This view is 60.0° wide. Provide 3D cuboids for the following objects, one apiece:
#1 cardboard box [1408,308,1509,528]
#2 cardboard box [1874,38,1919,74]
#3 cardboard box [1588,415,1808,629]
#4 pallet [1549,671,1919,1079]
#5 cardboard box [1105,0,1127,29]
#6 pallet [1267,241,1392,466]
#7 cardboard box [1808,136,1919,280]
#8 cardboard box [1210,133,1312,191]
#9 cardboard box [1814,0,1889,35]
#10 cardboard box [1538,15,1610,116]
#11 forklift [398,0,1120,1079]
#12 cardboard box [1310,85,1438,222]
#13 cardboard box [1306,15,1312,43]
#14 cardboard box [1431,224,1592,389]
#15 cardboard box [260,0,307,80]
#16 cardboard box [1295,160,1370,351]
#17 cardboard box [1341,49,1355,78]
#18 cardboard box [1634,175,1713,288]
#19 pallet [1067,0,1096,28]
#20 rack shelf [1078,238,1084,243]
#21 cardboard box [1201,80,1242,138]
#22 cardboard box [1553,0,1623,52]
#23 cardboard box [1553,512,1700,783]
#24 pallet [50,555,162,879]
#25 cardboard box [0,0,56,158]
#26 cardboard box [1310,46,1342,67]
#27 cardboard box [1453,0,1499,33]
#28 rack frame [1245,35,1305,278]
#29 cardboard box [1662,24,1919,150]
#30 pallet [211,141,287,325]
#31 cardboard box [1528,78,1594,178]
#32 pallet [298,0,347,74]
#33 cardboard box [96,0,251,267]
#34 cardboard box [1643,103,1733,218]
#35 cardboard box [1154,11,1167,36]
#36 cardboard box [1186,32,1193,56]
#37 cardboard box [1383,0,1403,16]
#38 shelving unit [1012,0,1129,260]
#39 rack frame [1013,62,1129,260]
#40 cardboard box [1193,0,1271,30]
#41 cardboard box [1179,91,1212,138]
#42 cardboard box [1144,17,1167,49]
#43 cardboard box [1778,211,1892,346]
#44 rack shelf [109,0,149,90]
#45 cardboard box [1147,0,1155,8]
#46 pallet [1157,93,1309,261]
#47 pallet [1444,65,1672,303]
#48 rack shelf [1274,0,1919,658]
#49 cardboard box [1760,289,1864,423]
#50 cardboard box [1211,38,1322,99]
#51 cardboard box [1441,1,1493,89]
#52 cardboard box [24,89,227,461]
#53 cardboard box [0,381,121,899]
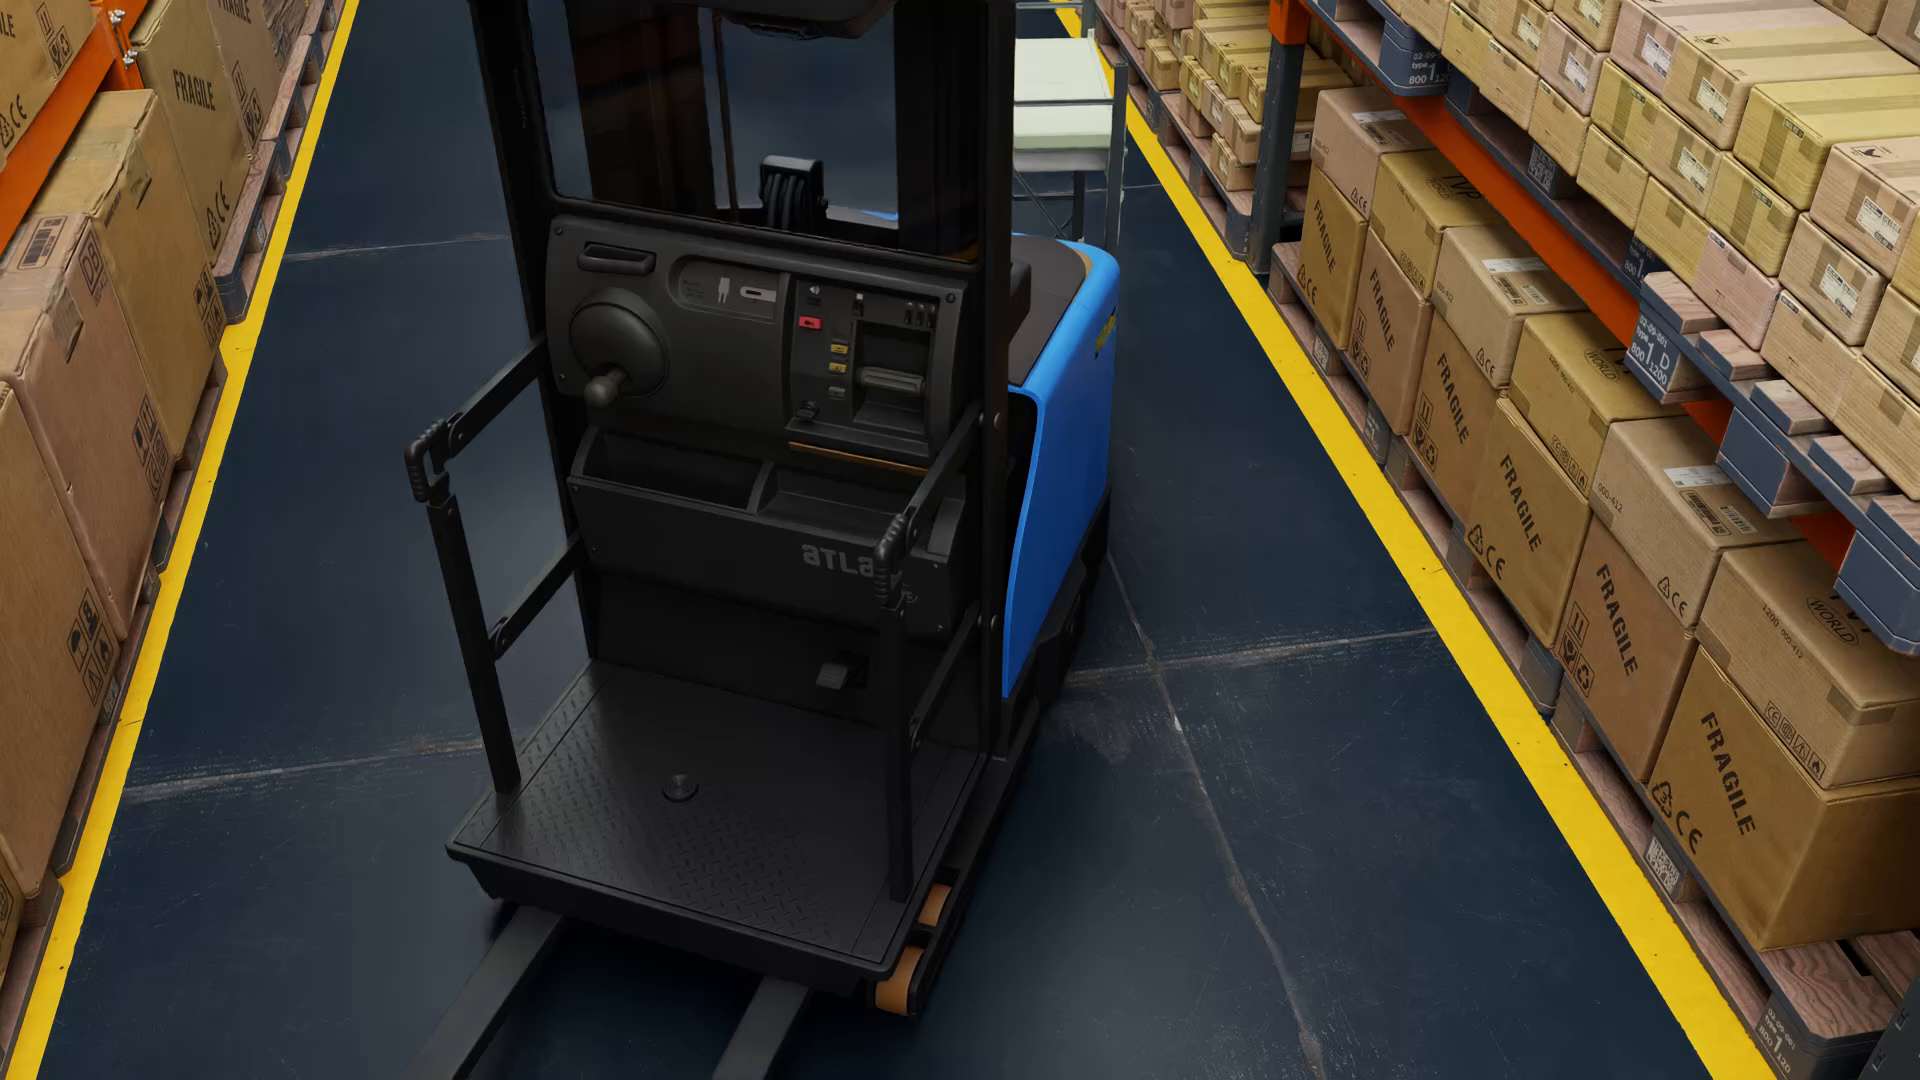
[{"bbox_3d":[1.716,-0.386,4.997,0.500,0.500,0.500,-6,38,-7],"label":"cardboard box"},{"bbox_3d":[2.275,-1.026,3.745,0.380,0.149,0.250,-6,38,-8],"label":"cardboard box"},{"bbox_3d":[1.872,-0.064,3.972,0.500,0.250,0.500,-6,38,-7],"label":"cardboard box"},{"bbox_3d":[2.213,0.728,4.140,1.003,0.211,1.213,-6,38,-8],"label":"pallet"},{"bbox_3d":[0.933,-2.653,8.202,0.380,0.149,0.250,-8,39,-10],"label":"cardboard box"},{"bbox_3d":[1.786,-0.745,6.037,1.003,0.211,1.213,-6,38,-8],"label":"pallet"},{"bbox_3d":[1.770,-0.601,2.956,0.380,0.149,0.250,-7,38,-9],"label":"cardboard box"},{"bbox_3d":[1.244,-1.557,6.790,0.380,0.149,0.250,-6,38,-7],"label":"cardboard box"},{"bbox_3d":[2.227,-1.296,3.851,0.380,0.149,0.250,-5,38,-7],"label":"cardboard box"},{"bbox_3d":[1.586,-1.113,3.858,0.380,0.149,0.250,-5,38,-7],"label":"cardboard box"},{"bbox_3d":[-0.510,-0.348,3.309,1.130,2.935,3.031,12,39,15],"label":"forklift"},{"bbox_3d":[1.517,-1.317,5.584,0.500,0.250,0.500,-8,39,-10],"label":"cardboard box"},{"bbox_3d":[1.640,-2.297,7.258,0.380,0.149,0.250,-7,38,-9],"label":"cardboard box"},{"bbox_3d":[1.698,-0.687,4.773,0.500,0.250,0.500,-5,38,-6],"label":"cardboard box"},{"bbox_3d":[-3.604,-2.659,7.618,0.875,0.875,0.875,-6,38,-8],"label":"cardboard box"},{"bbox_3d":[1.516,-1.020,5.814,0.500,0.500,0.500,-5,38,-6],"label":"cardboard box"},{"bbox_3d":[1.801,-1.995,6.869,0.380,0.149,0.250,-4,38,-6],"label":"cardboard box"},{"bbox_3d":[1.683,-0.672,3.533,0.380,0.149,0.250,-7,38,-9],"label":"cardboard box"},{"bbox_3d":[1.067,-3.091,9.057,1.003,0.211,1.213,-6,38,-8],"label":"pallet"},{"bbox_3d":[0.230,-0.639,5.381,0.431,0.370,0.720,-2,38,-3],"label":"rack shelf"},{"bbox_3d":[1.220,-1.792,6.851,0.380,0.149,0.250,-8,39,-10],"label":"cardboard box"},{"bbox_3d":[1.587,-1.230,3.766,0.380,0.149,0.250,-4,38,-6],"label":"cardboard box"},{"bbox_3d":[1.889,0.237,4.195,0.500,0.500,0.500,-5,38,-6],"label":"cardboard box"},{"bbox_3d":[-2.826,0.453,4.494,1.003,0.211,1.213,-6,38,-8],"label":"pallet"},{"bbox_3d":[-2.822,-1.331,4.437,0.500,0.500,0.500,-5,38,-7],"label":"cardboard box"},{"bbox_3d":[1.688,-2.014,7.136,0.380,0.149,0.250,-6,38,-8],"label":"cardboard box"},{"bbox_3d":[1.499,-1.421,4.255,0.380,0.149,0.250,-7,38,-9],"label":"cardboard box"},{"bbox_3d":[1.648,-2.317,5.787,1.000,3.000,0.127,-6,38,-8],"label":"rack frame"},{"bbox_3d":[1.674,-0.920,3.367,0.380,0.149,0.250,-5,38,-7],"label":"cardboard box"},{"bbox_3d":[-3.309,-1.211,6.636,1.003,0.211,1.213,-6,38,-8],"label":"pallet"},{"bbox_3d":[1.590,-0.991,3.943,0.380,0.149,0.250,-5,38,-7],"label":"cardboard box"},{"bbox_3d":[-3.737,-2.684,8.533,1.003,0.211,1.213,-6,38,-8],"label":"pallet"},{"bbox_3d":[-3.290,-1.578,6.226,0.875,0.875,0.875,-6,38,-8],"label":"cardboard box"},{"bbox_3d":[1.674,-0.805,3.461,0.380,0.149,0.250,-6,38,-8],"label":"cardboard box"},{"bbox_3d":[1.117,-2.430,7.672,0.380,0.149,0.250,-8,39,-10],"label":"cardboard box"},{"bbox_3d":[1.208,-2.114,7.265,0.380,0.149,0.250,-6,38,-8],"label":"cardboard box"},{"bbox_3d":[1.401,-1.626,4.760,0.380,0.149,0.250,-6,38,-7],"label":"cardboard box"},{"bbox_3d":[0.230,-0.896,5.181,0.431,1.500,0.755,-2,38,-3],"label":"shelving unit"},{"bbox_3d":[0.250,-0.672,4.893,0.400,1.500,0.023,-2,38,-3],"label":"rack frame"},{"bbox_3d":[1.226,-2.243,7.189,0.380,0.149,0.250,-5,38,-6],"label":"cardboard box"},{"bbox_3d":[1.170,-1.875,7.201,0.380,0.149,0.250,-7,38,-9],"label":"cardboard box"},{"bbox_3d":[1.082,-2.347,7.807,0.380,0.149,0.250,-6,38,-7],"label":"cardboard box"},{"bbox_3d":[1.766,-0.495,3.062,0.380,0.149,0.250,-5,38,-6],"label":"cardboard box"},{"bbox_3d":[-3.604,-2.768,6.954,1.077,0.370,4.000,-6,38,-8],"label":"rack shelf"},{"bbox_3d":[1.028,-2.558,7.595,0.380,0.149,0.250,-8,38,-10],"label":"cardboard box"},{"bbox_3d":[1.495,-1.617,7.160,1.003,0.211,1.213,-6,38,-8],"label":"pallet"},{"bbox_3d":[1.962,-1.016,4.269,1.003,0.211,1.213,-6,38,-8],"label":"pallet"},{"bbox_3d":[1.998,-0.825,4.453,1.077,0.370,4.000,-6,38,-8],"label":"rack shelf"},{"bbox_3d":[1.768,-0.366,3.138,0.380,0.149,0.250,-6,38,-8],"label":"cardboard box"},{"bbox_3d":[1.245,-1.929,6.784,0.380,0.149,0.250,-6,38,-7],"label":"cardboard box"},{"bbox_3d":[1.498,-1.308,4.351,0.380,0.149,0.250,-7,38,-9],"label":"cardboard box"},{"bbox_3d":[-3.121,-0.787,5.207,1.225,0.875,0.875,-6,38,-8],"label":"cardboard box"},{"bbox_3d":[-2.801,0.287,3.825,1.225,0.875,0.875,-6,38,-8],"label":"cardboard box"}]
